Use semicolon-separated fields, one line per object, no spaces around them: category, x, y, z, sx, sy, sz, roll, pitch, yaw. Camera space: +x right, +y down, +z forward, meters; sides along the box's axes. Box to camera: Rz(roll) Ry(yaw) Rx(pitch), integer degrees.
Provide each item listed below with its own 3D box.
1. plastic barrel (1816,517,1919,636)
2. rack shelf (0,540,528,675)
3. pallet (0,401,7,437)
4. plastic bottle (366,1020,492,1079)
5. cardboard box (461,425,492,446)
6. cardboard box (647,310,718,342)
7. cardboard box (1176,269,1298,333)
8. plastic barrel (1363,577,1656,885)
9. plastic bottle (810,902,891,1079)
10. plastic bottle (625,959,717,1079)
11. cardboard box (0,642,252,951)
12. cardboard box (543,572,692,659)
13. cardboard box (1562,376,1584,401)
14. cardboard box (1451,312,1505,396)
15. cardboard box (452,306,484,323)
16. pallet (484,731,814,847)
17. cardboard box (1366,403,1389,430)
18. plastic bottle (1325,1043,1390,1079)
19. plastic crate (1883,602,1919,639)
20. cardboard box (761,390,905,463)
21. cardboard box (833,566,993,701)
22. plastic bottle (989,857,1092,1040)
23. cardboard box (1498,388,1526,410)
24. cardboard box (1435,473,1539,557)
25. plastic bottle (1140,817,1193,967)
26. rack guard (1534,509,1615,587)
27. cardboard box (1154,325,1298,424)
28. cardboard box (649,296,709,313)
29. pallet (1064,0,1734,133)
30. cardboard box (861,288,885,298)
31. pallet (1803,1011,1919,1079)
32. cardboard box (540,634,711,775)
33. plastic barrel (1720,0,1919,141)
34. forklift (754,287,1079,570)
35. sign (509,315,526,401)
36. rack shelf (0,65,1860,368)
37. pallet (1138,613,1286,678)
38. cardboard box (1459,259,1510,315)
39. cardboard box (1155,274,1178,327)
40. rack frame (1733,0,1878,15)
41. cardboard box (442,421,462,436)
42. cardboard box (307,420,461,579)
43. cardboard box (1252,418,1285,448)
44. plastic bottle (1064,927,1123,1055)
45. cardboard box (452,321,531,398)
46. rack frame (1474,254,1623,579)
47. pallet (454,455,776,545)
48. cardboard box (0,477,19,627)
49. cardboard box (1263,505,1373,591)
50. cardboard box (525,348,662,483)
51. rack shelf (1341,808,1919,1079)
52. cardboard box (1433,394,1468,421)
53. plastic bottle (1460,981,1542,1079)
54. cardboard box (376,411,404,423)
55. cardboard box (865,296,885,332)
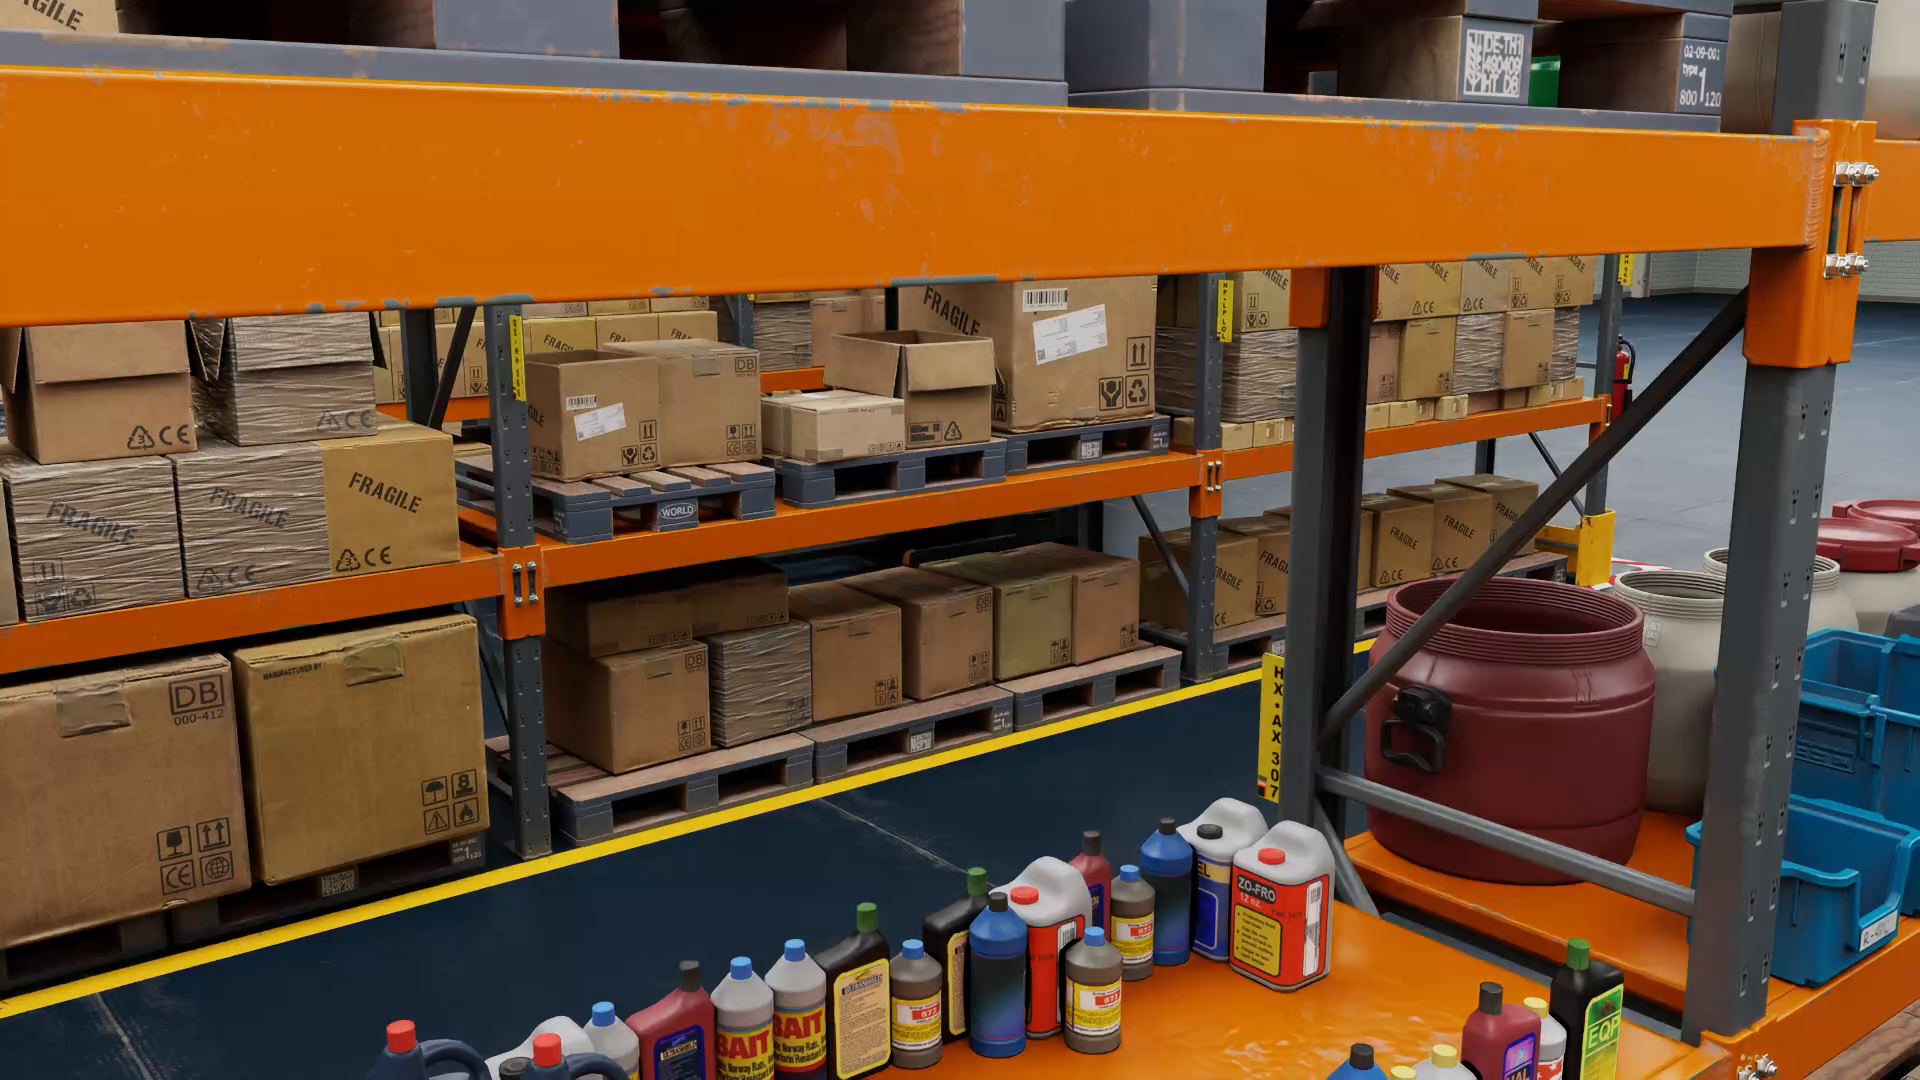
plastic barrel;2.363;0.233;4.485;0.433;0.535;0.433;0;12;0
rack shelf;-3.621;0.386;5.820;4.000;0.370;1.077;-9;15;-38
pallet;-5.569;-0.839;10.321;1.003;0.211;1.213;-9;15;-38
plastic bottle;-0.715;0.806;2.230;0.185;0.351;0.144;-9;15;-38
cardboard box;-3.140;-0.447;12.418;0.750;0.750;1.050;-9;15;-38
cardboard box;-2.196;-1.500;12.729;0.500;0.500;0.500;-10;15;-38
cardboard box;1.574;-1.445;9.348;0.500;0.500;0.500;-9;15;-38
plastic barrel;1.208;0.402;3.685;0.708;0.536;0.600;-9;15;-38
plastic bottle;-0.180;0.739;2.708;0.133;0.283;0.061;-9;15;-38
plastic bottle;-0.436;0.782;2.508;0.133;0.283;0.061;-9;15;-38
cardboard box;-3.312;0.809;6.200;0.875;0.875;1.225;-9;15;-37
cardboard box;-1.555;0.324;7.536;0.500;0.250;0.500;-9;15;-35
cardboard box;4.094;-1.070;11.550;0.250;0.149;0.380;-9;15;-38
cardboard box;3.008;-1.249;10.830;0.500;0.500;0.875;-9;15;-38
cardboard box;-3.530;-1.837;11.908;0.500;0.500;0.700;-10;15;-38
pallet;-1.448;1.038;7.734;1.213;0.211;1.003;-9;15;-38
cardboard box;2.381;-0.767;10.122;0.250;0.149;0.380;-9;15;-38
plastic bottle;0.552;0.830;2.308;0.097;0.271;0.097;0;12;0
plastic crate;2.488;0.387;3.931;0.583;0.464;0.402;-9;15;-38
cardboard box;-0.607;-0.537;7.788;0.500;0.250;0.500;-10;16;-39
cardboard box;-0.250;0.471;8.648;0.500;0.500;0.700;-11;16;-42
plastic bottle;0.134;0.703;2.897;0.135;0.276;0.152;-9;15;-38
cardboard box;3.530;-0.967;11.065;0.250;0.149;0.380;-9;15;-38
cardboard box;3.690;-0.168;11.703;0.500;0.500;0.500;-6;14;-27
plastic bottle;0.387;0.655;3.130;0.097;0.271;0.097;0;12;0
rack guard;4.128;-0.031;12.069;0.348;0.500;1.175;-9;15;-38
cardboard box;1.454;-0.987;9.598;0.500;0.500;0.875;-9;15;-38
cardboard box;-2.339;-2.034;12.840;0.500;0.500;0.700;-10;15;-39
pallet;0.376;-0.713;2.500;1.213;0.211;1.003;-9;15;-38
cardboard box;-0.782;-2.344;13.983;0.550;0.550;0.875;-9;15;-38
pallet;2.616;1.691;4.659;1.213;0.211;1.003;-9;15;-38
cardboard box;-1.549;0.692;7.606;0.500;0.500;0.700;-10;16;-41
plastic barrel;1.469;-0.934;2.817;0.421;0.512;0.421;0;12;0
forklift;-0.410;-1.327;12.324;3.031;2.935;1.130;-9;15;-37
sign;-1.710;-0.702;6.425;0.005;0.325;0.100;-9;15;-38
rack shelf;-0.527;-0.278;1.725;4.000;0.370;1.077;-9;15;-38
pallet;1.567;0.527;10.139;1.213;0.211;1.003;-9;15;-38
cardboard box;3.134;-1.705;10.573;0.500;0.500;0.500;-9;15;-38
cardboard box;1.244;-1.531;9.752;0.500;0.500;0.500;-9;15;-38
rack frame;1.035;-2.356;2.561;0.127;3.000;1.000;-9;15;-38
cardboard box;-5.535;-1.203;16.888;0.625;0.372;0.950;-9;15;-37
cardboard box;-2.290;-0.170;6.466;0.500;0.500;0.500;-9;15;-36
cardboard box;1.623;-0.631;9.482;0.250;0.149;0.380;-9;15;-38
plastic bottle;0.226;0.757;2.821;0.097;0.201;0.097;0;12;0
cardboard box;-3.380;-1.302;11.799;0.500;0.500;0.500;-10;15;-38
rack frame;4.188;-1.263;11.856;0.127;3.000;1.000;-9;15;-38
pallet;-1.569;-0.241;7.504;1.003;0.211;1.213;-9;15;-38
cardboard box;-3.484;0.028;5.536;0.500;0.500;0.500;-9;15;-37
cardboard box;2.280;0.059;10.637;0.500;0.500;0.500;-11;16;-43
cardboard box;-1.663;-0.556;7.274;0.500;0.500;0.500;11;16;43
rack shelf;2.597;0.671;4.481;4.000;0.370;1.077;-9;15;-38
cardboard box;2.988;-0.858;10.554;0.250;0.149;0.380;-9;15;-38
plastic bottle;0.805;0.787;2.482;0.133;0.283;0.061;-9;15;-38
cardboard box;-2.609;-0.255;6.868;0.500;0.500;0.500;-9;15;-36
cardboard box;-0.764;-1.811;14.075;0.550;0.550;0.875;-9;15;-38
